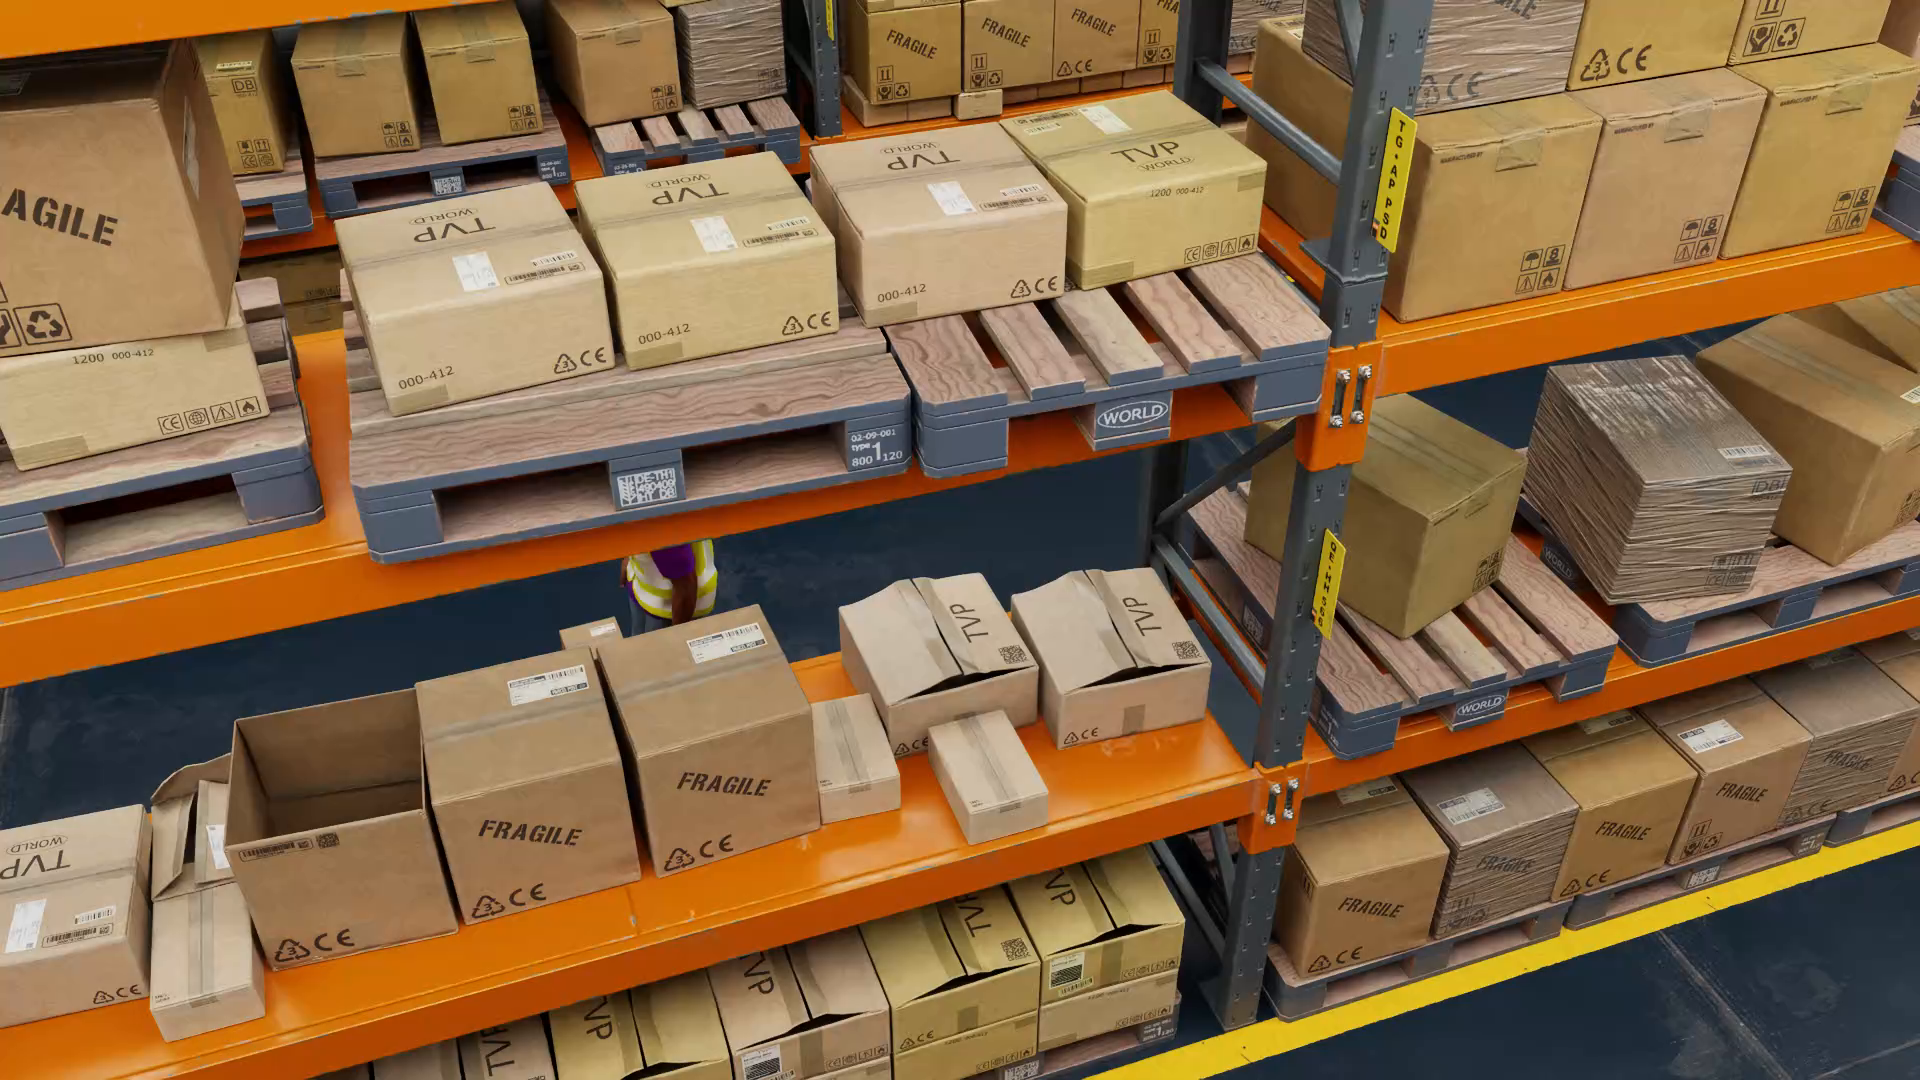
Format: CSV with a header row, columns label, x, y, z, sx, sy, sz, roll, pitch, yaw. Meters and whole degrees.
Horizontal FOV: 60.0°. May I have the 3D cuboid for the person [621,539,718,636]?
label,x,y,z,sx,sy,sz,roll,pitch,yaw
person,-1.187,0.213,6.493,0.461,1.759,0.631,-15,40,-18
